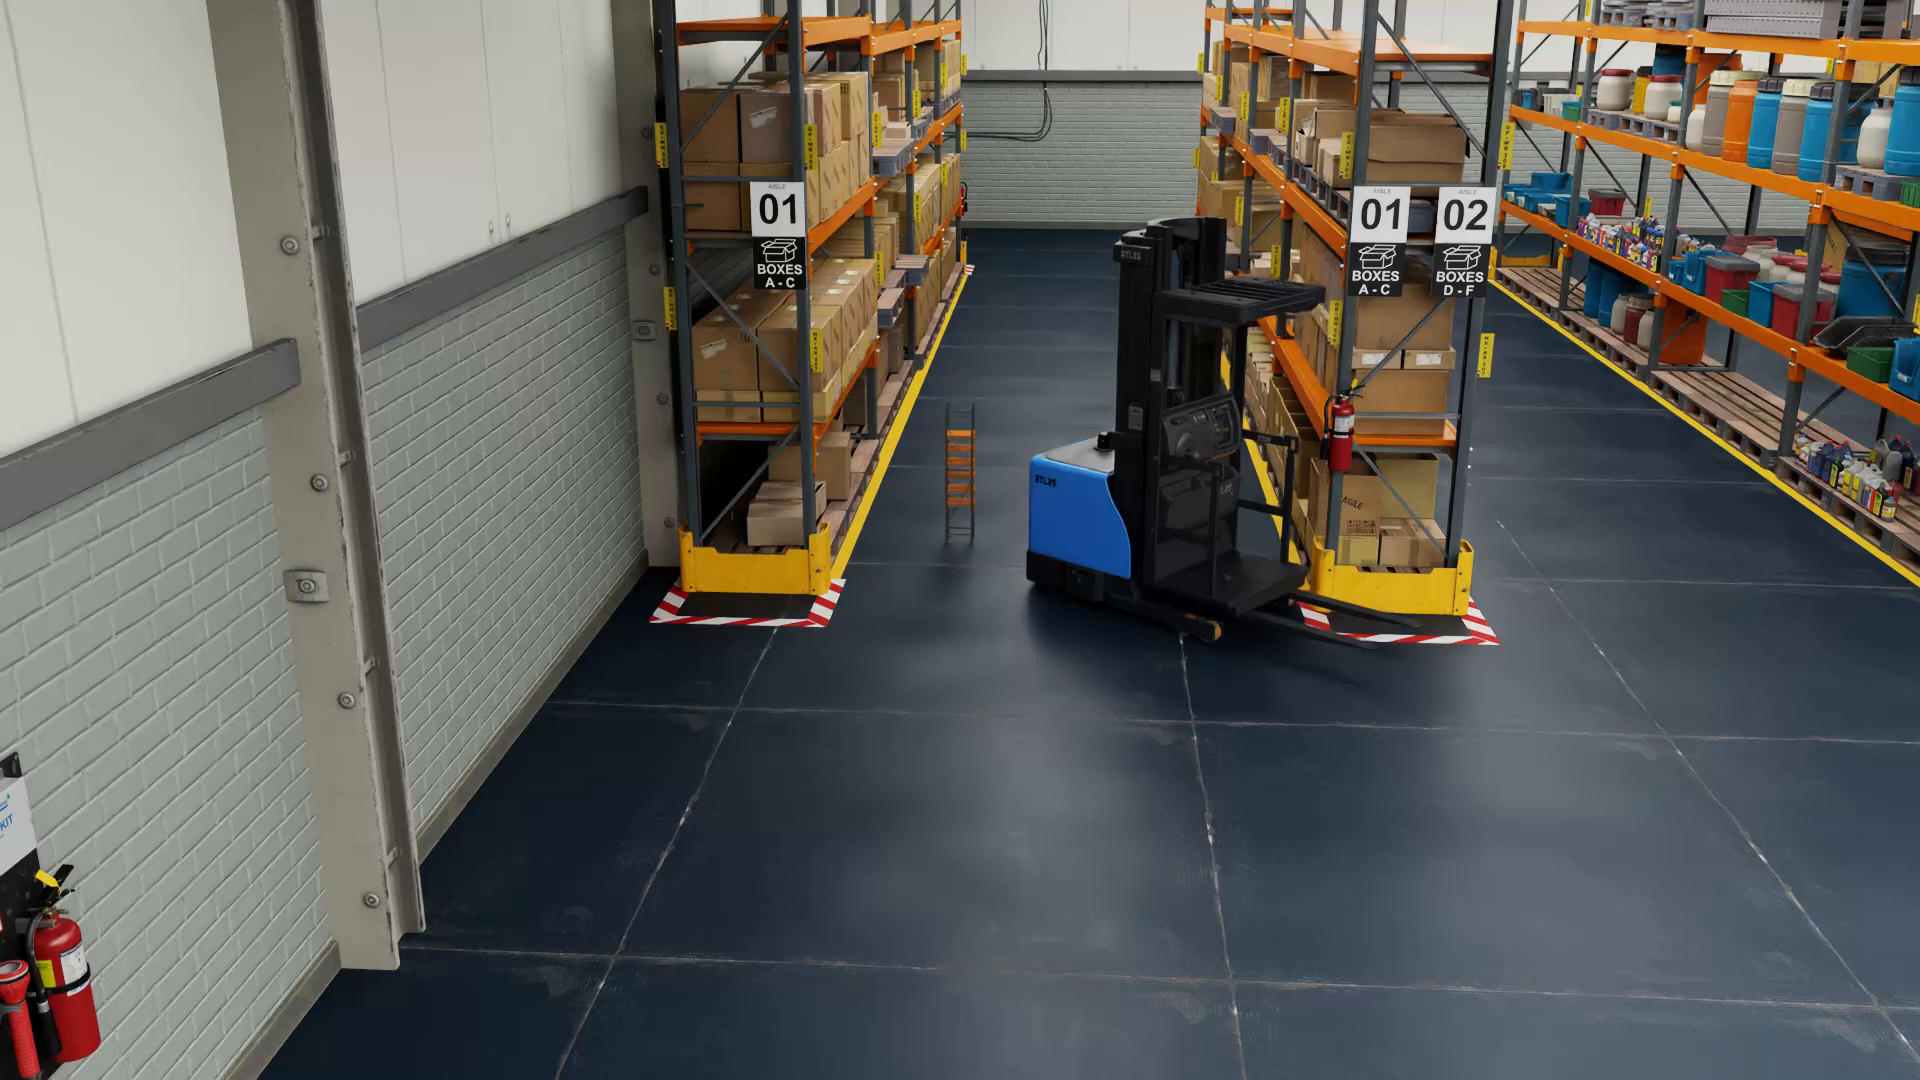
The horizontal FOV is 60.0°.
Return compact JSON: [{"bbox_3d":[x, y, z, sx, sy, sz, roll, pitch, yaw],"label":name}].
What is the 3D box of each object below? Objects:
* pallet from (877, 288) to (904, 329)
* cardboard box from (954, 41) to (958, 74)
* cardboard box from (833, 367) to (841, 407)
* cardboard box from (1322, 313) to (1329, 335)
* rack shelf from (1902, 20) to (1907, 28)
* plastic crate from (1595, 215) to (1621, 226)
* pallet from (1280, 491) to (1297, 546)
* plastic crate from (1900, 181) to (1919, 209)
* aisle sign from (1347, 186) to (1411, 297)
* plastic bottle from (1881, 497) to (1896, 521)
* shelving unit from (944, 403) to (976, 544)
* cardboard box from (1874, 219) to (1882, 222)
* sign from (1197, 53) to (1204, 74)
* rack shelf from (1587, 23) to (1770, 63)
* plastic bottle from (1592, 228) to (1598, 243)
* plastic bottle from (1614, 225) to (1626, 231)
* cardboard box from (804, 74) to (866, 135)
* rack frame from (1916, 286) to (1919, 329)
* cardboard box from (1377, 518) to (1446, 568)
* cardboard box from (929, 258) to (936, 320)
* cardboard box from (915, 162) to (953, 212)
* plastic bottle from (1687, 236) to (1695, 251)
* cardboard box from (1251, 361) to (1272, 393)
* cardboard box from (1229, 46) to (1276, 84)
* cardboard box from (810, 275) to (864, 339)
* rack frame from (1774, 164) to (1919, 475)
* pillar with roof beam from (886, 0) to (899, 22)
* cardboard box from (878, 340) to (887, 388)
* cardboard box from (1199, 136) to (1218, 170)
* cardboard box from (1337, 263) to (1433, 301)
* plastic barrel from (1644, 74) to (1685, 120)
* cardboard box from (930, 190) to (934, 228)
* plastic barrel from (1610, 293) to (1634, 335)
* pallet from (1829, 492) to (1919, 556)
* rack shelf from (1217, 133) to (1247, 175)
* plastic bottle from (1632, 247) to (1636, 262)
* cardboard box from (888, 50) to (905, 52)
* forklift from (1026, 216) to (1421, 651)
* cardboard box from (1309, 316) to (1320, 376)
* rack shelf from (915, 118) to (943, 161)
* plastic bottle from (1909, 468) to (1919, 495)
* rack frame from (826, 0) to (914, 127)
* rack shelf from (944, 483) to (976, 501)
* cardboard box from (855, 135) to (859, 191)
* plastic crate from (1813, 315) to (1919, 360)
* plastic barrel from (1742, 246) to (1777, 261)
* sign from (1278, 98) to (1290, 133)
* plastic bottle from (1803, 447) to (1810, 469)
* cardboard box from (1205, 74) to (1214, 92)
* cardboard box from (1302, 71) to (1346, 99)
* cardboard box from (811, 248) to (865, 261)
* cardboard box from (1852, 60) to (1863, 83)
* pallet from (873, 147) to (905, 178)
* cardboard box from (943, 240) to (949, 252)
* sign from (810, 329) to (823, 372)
[{"bbox_3d":[-1.145,-2.418,17.292,1.003,0.211,1.213,1,18,4],"label":"pallet"},{"bbox_3d":[-0.312,-7.571,26.095,0.500,0.500,0.500,2,18,6],"label":"cardboard box"},{"bbox_3d":[-1.257,-1.277,13.711,0.500,0.250,0.500,1,18,2],"label":"cardboard box"},{"bbox_3d":[3.238,-1.804,13.909,0.380,0.149,0.250,2,18,5],"label":"cardboard box"},{"bbox_3d":[14.194,-7.368,24.254,1.077,0.370,4.000,1,18,4],"label":"rack shelf"},{"bbox_3d":[9.286,-4.583,23.919,0.396,0.136,0.243,1,18,4],"label":"plastic crate"},{"bbox_3d":[3.413,-0.214,14.738,1.003,0.211,1.213,1,18,4],"label":"pallet"},{"bbox_3d":[8.152,-2.894,13.962,0.336,0.188,0.450,1,18,4],"label":"plastic crate"},{"bbox_3d":[3.012,-2.145,11.976,0.394,0.787,0.004,1,18,4],"label":"aisle sign"},{"bbox_3d":[7.945,-0.271,14.220,0.097,0.201,0.097,0,18,0],"label":"plastic bottle"},{"bbox_3d":[-0.001,-0.566,14.222,0.258,1.200,0.189,1,18,4],"label":"shelving unit"},{"bbox_3d":[13.837,-4.809,24.687,0.380,0.149,0.250,1,18,3],"label":"cardboard box"},{"bbox_3d":[3.916,-7.745,27.022,0.100,0.325,0.005,1,18,4],"label":"sign"},{"bbox_3d":[8.967,-6.236,20.800,1.077,0.370,4.000,1,18,4],"label":"rack shelf"},{"bbox_3d":[8.628,-4.129,22.527,0.097,0.201,0.097,0,18,0],"label":"plastic bottle"},{"bbox_3d":[8.783,-4.053,22.174,0.152,0.276,0.135,1,18,4],"label":"plastic bottle"},{"bbox_3d":[-1.139,-3.899,14.890,0.500,0.500,0.500,2,18,7],"label":"cardboard box"},{"bbox_3d":[14.051,-4.428,23.118,1.000,3.000,0.127,1,18,4],"label":"rack frame"},{"bbox_3d":[3.570,0.022,13.279,0.500,0.250,0.500,1,18,4],"label":"cardboard box"},{"bbox_3d":[-0.749,-3.457,22.932,0.750,0.750,0.750,2,18,6],"label":"cardboard box"},{"bbox_3d":[-0.616,-5.523,25.979,0.980,0.700,0.700,0,18,1],"label":"cardboard box"},{"bbox_3d":[9.305,-3.726,21.163,0.061,0.283,0.133,1,18,4],"label":"plastic bottle"},{"bbox_3d":[3.409,-1.774,17.859,0.500,0.311,0.500,1,18,4],"label":"cardboard box"},{"bbox_3d":[4.167,-6.750,23.622,0.700,0.500,0.500,1,18,4],"label":"cardboard box"},{"bbox_3d":[-1.147,-2.104,15.032,0.500,0.500,0.500,1,18,2],"label":"cardboard box"},{"bbox_3d":[8.537,-2.054,15.873,1.000,3.000,0.127,1,18,4],"label":"rack frame"},{"bbox_3d":[3.140,-9.614,29.313,9.100,9.000,0.400,1,18,4],"label":"pillar with roof beam"},{"bbox_3d":[-1.218,-2.001,19.021,0.700,0.500,0.500,1,18,4],"label":"cardboard box"},{"bbox_3d":[4.162,-6.283,27.014,0.500,0.500,0.500,2,18,6],"label":"cardboard box"},{"bbox_3d":[3.392,-1.912,13.196,0.700,0.500,0.500,1,18,2],"label":"cardboard box"},{"bbox_3d":[8.800,-5.539,20.802,0.433,0.535,0.433,0,18,0],"label":"plastic barrel"},{"bbox_3d":[-0.624,-4.494,22.651,0.500,0.500,0.500,1,18,4],"label":"cardboard box"},{"bbox_3d":[8.874,-2.994,22.063,0.421,0.512,0.421,0,18,0],"label":"plastic barrel"},{"bbox_3d":[8.362,-0.141,14.514,1.003,0.211,1.213,1,18,4],"label":"pallet"},{"bbox_3d":[4.027,-5.112,21.546,1.077,0.370,4.000,1,18,4],"label":"rack shelf"},{"bbox_3d":[8.505,-3.595,20.896,0.097,0.201,0.097,0,18,0],"label":"plastic bottle"},{"bbox_3d":[-0.965,-6.527,22.638,0.500,0.250,0.500,3,18,8],"label":"cardboard box"},{"bbox_3d":[1.954,-0.824,12.230,3.031,2.935,1.130,16,24,40],"label":"forklift"},{"bbox_3d":[3.500,-1.755,14.802,0.700,0.500,0.500,2,18,5],"label":"cardboard box"},{"bbox_3d":[-0.915,-5.222,21.880,1.077,0.370,4.000,1,18,4],"label":"rack shelf"},{"bbox_3d":[8.619,-0.557,14.962,0.061,0.283,0.133,1,18,4],"label":"plastic bottle"},{"bbox_3d":[-1.058,-6.368,19.405,1.000,3.000,0.127,1,18,4],"label":"rack frame"},{"bbox_3d":[-0.001,-0.409,14.274,0.258,0.103,0.180,1,18,4],"label":"rack shelf"},{"bbox_3d":[-1.183,-3.438,15.088,0.500,0.500,0.500,0,18,-1],"label":"cardboard box"},{"bbox_3d":[8.372,-1.864,15.395,0.767,0.338,0.504,1,18,4],"label":"plastic crate"},{"bbox_3d":[8.963,-3.025,18.657,0.421,0.512,0.421,0,18,0],"label":"plastic barrel"},{"bbox_3d":[3.055,-3.995,15.645,0.100,0.325,0.005,1,18,4],"label":"sign"},{"bbox_3d":[8.062,-0.781,15.775,0.097,0.201,0.097,0,18,0],"label":"plastic bottle"},{"bbox_3d":[4.117,-7.175,26.124,0.500,0.250,0.500,1,18,4],"label":"cardboard box"},{"bbox_3d":[3.698,-4.443,16.712,0.500,0.500,0.500,3,18,9],"label":"cardboard box"},{"bbox_3d":[-1.274,-2.689,16.944,0.700,0.500,0.500,1,18,4],"label":"cardboard box"},{"bbox_3d":[14.354,-7.227,25.850,0.700,0.500,0.500,0,18,1],"label":"cardboard box"},{"bbox_3d":[-1.194,-3.800,16.688,1.213,0.211,1.003,1,18,4],"label":"pallet"},{"bbox_3d":[-0.372,-4.574,25.862,0.380,0.149,0.250,1,18,2],"label":"cardboard box"},{"bbox_3d":[-1.090,-1.432,12.585,0.100,0.325,0.005,1,18,4],"label":"sign"}]
